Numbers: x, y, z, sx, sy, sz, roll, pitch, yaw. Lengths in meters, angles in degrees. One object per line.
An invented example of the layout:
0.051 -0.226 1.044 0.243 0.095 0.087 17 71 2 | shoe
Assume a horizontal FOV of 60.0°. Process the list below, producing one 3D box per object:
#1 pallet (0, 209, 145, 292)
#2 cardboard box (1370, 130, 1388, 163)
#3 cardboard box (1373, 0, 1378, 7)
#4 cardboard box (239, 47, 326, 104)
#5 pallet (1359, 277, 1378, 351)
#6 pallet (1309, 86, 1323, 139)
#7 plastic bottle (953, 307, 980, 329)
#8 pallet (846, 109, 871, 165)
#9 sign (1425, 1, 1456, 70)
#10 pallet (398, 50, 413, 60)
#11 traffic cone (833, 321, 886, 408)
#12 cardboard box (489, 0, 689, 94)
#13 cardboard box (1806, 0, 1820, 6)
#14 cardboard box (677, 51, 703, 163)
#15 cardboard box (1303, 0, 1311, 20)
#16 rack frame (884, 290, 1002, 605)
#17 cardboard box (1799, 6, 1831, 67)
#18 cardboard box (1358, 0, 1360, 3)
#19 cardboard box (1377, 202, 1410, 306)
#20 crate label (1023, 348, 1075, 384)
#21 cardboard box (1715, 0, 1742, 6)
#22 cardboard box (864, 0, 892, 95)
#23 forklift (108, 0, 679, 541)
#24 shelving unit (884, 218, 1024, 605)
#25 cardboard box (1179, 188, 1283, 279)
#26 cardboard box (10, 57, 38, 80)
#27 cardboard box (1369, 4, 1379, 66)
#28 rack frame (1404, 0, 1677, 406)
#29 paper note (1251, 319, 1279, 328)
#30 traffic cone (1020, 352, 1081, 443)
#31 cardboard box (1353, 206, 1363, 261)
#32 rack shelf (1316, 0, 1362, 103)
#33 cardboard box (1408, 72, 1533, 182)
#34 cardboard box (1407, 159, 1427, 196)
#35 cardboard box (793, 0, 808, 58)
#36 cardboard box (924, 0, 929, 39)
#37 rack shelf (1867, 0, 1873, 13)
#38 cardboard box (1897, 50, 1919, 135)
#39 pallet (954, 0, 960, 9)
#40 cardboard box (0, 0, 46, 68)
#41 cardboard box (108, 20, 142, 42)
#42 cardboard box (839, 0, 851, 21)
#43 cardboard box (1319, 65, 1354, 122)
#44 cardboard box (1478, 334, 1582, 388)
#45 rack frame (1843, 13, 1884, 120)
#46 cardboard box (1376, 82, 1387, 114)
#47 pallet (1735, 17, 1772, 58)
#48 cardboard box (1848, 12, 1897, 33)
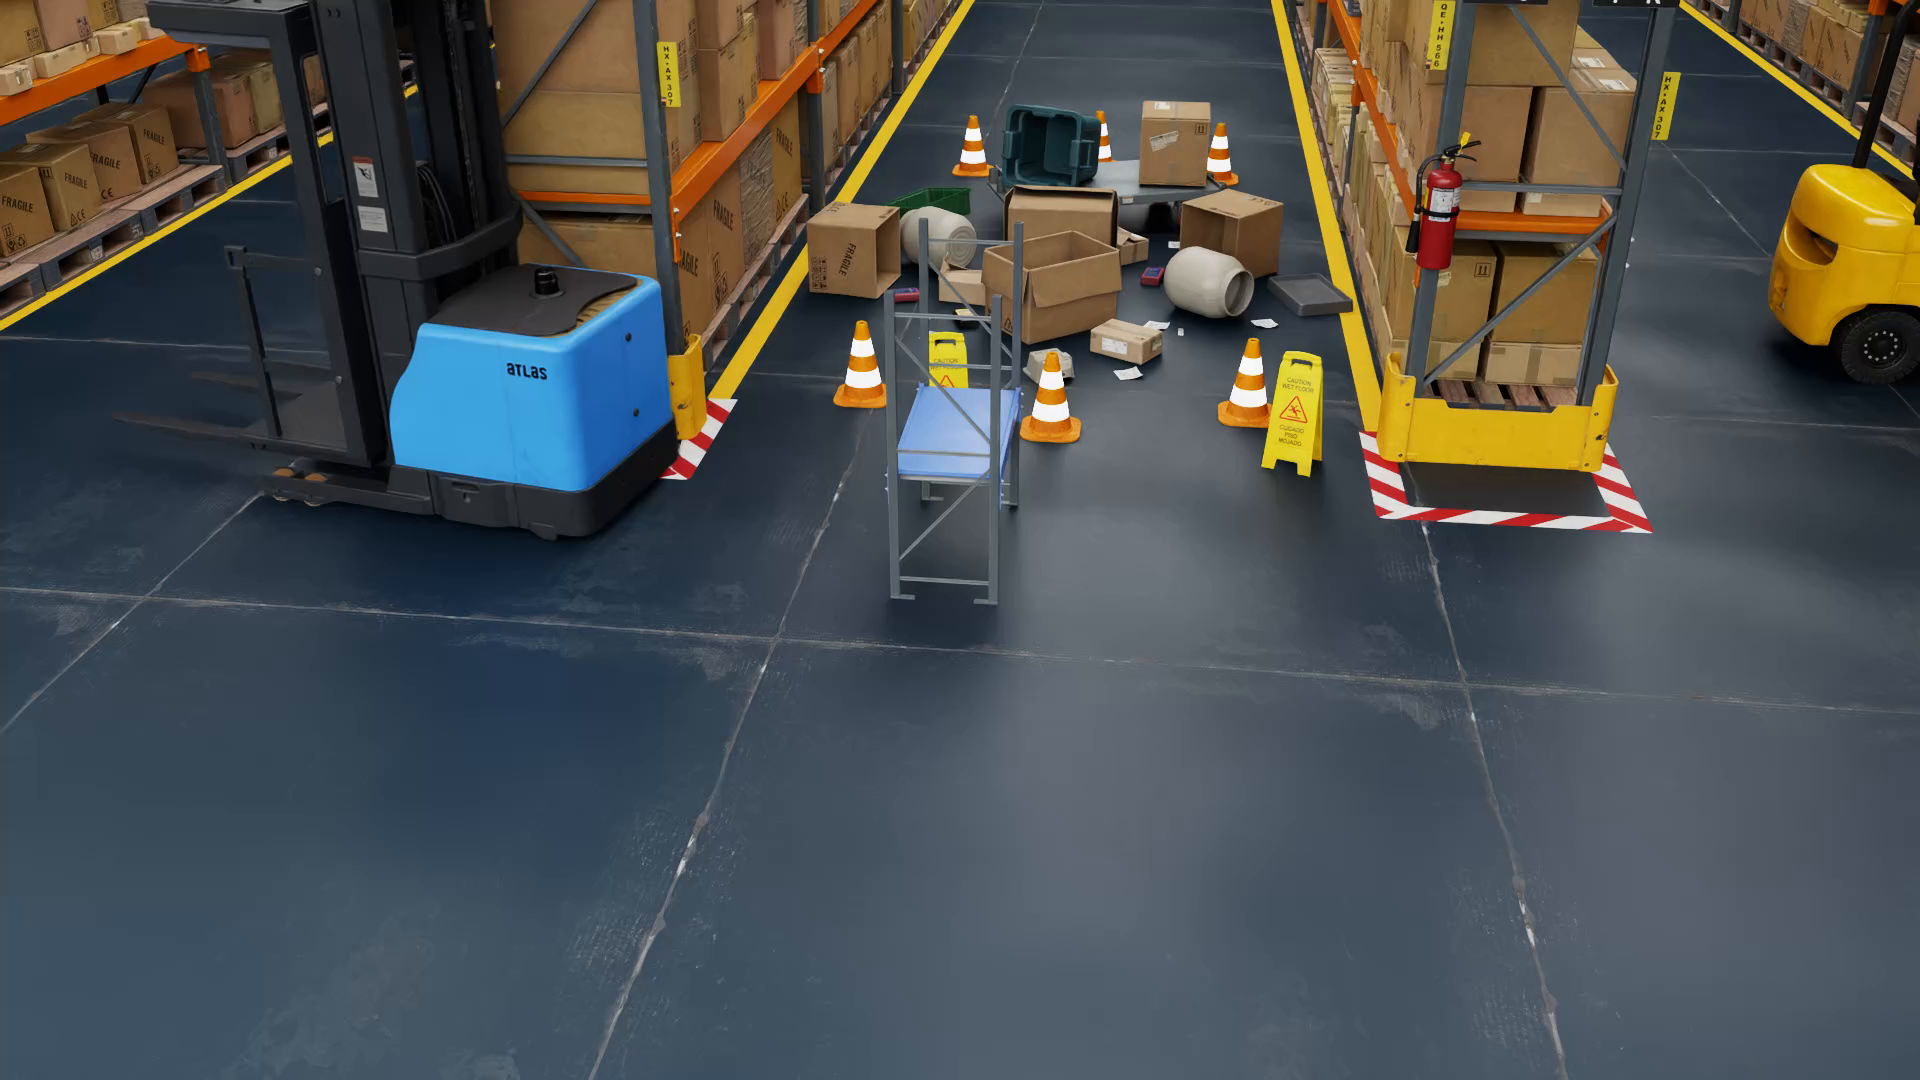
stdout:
-6.655 -2.099 11.924 1.003 0.211 1.213 3 28 6 | pallet
2.868 -2.549 10.800 0.380 0.149 0.250 5 29 9 | cardboard box
2.933 -3.592 10.281 0.700 0.500 0.500 3 28 5 | cardboard box
-6.151 -4.351 15.336 0.700 0.500 0.500 6 29 10 | cardboard box
3.180 -1.523 10.855 1.003 0.211 1.213 3 28 6 | pallet
3.767 -3.932 15.327 1.003 0.211 1.213 3 28 6 | pallet
0.032 -1.464 10.902 0.133 0.061 0.283 -6 29 -11 | plastic bottle
-1.384 -3.601 14.711 1.003 0.211 1.213 3 28 6 | pallet
2.336 -2.453 8.086 0.100 0.325 0.005 3 28 6 | sign
-5.799 -5.243 17.759 1.003 0.211 1.213 3 28 6 | pallet
-0.566 -1.053 9.716 0.336 0.463 0.334 3 28 6 | traffic cone
-1.957 -2.716 8.832 0.875 0.550 0.550 3 28 6 | cardboard box
8.791 -5.481 16.769 0.380 0.149 0.250 2 28 4 | cardboard box
-1.994 -2.506 9.580 0.875 0.550 0.550 3 28 6 | cardboard box
4.358 -6.364 18.697 0.875 0.875 0.875 4 29 8 | cardboard box
-0.073 -0.381 7.376 0.500 1.500 0.032 3 28 6 | rack frame
8.763 -5.018 16.595 0.500 0.500 0.500 5 29 8 | cardboard box
3.213 -4.101 12.521 0.380 0.149 0.250 3 28 5 | cardboard box
2.784 -1.705 9.917 0.500 0.500 0.500 4 29 8 | cardboard box
0.548 -1.057 10.068 0.250 0.136 0.298 -11 30 -20 | crate label
9.058 -6.333 19.406 0.380 0.149 0.250 3 28 5 | cardboard box
-1.224 -4.681 15.705 1.050 0.750 0.750 3 28 6 | cardboard box
-3.084 -1.690 8.297 3.031 2.935 1.130 9 30 16 | forklift
-0.010 -0.620 7.820 0.538 1.500 1.048 3 28 6 | shelving unit
1.893 -2.120 11.656 0.500 0.500 0.500 -24 36 -37 | cardboard box
-6.500 -3.173 11.243 0.380 0.149 0.250 3 28 6 | cardboard box
3.006 -3.391 10.963 0.500 0.500 0.500 3 28 6 | cardboard box
2.884 -1.762 8.358 1.000 3.000 0.127 3 28 6 | rack frame
1.992 -1.420 10.854 0.142 0.019 0.148 -6 29 -11 | paper note
0.514 -0.827 9.297 0.336 0.463 0.334 3 28 6 | traffic cone
2.980 -2.105 11.451 0.500 0.250 0.500 5 29 9 | cardboard box
3.620 -4.270 13.771 1.077 0.370 4.000 3 28 6 | rack shelf
2.677 -2.208 8.768 0.500 0.500 0.500 3 28 5 | cardboard box
2.639 -1.966 9.001 0.380 0.149 0.250 3 28 6 | cardboard box
-1.584 -3.777 11.939 0.875 0.550 0.550 3 28 6 | cardboard box
-0.604 -5.649 17.766 0.500 0.500 0.500 3 28 5 | cardboard box
9.036 -5.866 16.734 1.077 0.370 4.000 3 28 6 | rack shelf
8.629 -3.780 14.164 0.875 0.625 0.625 4 29 8 | cardboard box
-0.523 -6.741 20.540 1.003 0.211 1.213 3 28 6 | pallet
-6.737 -3.480 11.128 0.875 0.500 0.500 3 28 6 | cardboard box
-6.326 -3.761 12.333 0.380 0.149 0.250 3 28 6 | cardboard box
-1.158 -4.399 13.147 0.500 0.500 0.500 4 29 7 | cardboard box
3.703 -3.943 14.733 0.950 0.372 0.625 3 28 5 | cardboard box
3.258 -1.100 9.585 0.500 0.250 0.500 3 28 6 | cardboard box
8.791 -5.241 14.816 1.000 3.000 0.127 3 28 6 | rack frame
2.852 -2.803 10.555 0.380 0.149 0.250 3 29 6 | cardboard box
9.219 -5.511 18.257 1.003 0.211 1.213 3 28 6 | pallet
8.600 -4.858 15.614 0.380 0.149 0.250 2 28 4 | cardboard box
